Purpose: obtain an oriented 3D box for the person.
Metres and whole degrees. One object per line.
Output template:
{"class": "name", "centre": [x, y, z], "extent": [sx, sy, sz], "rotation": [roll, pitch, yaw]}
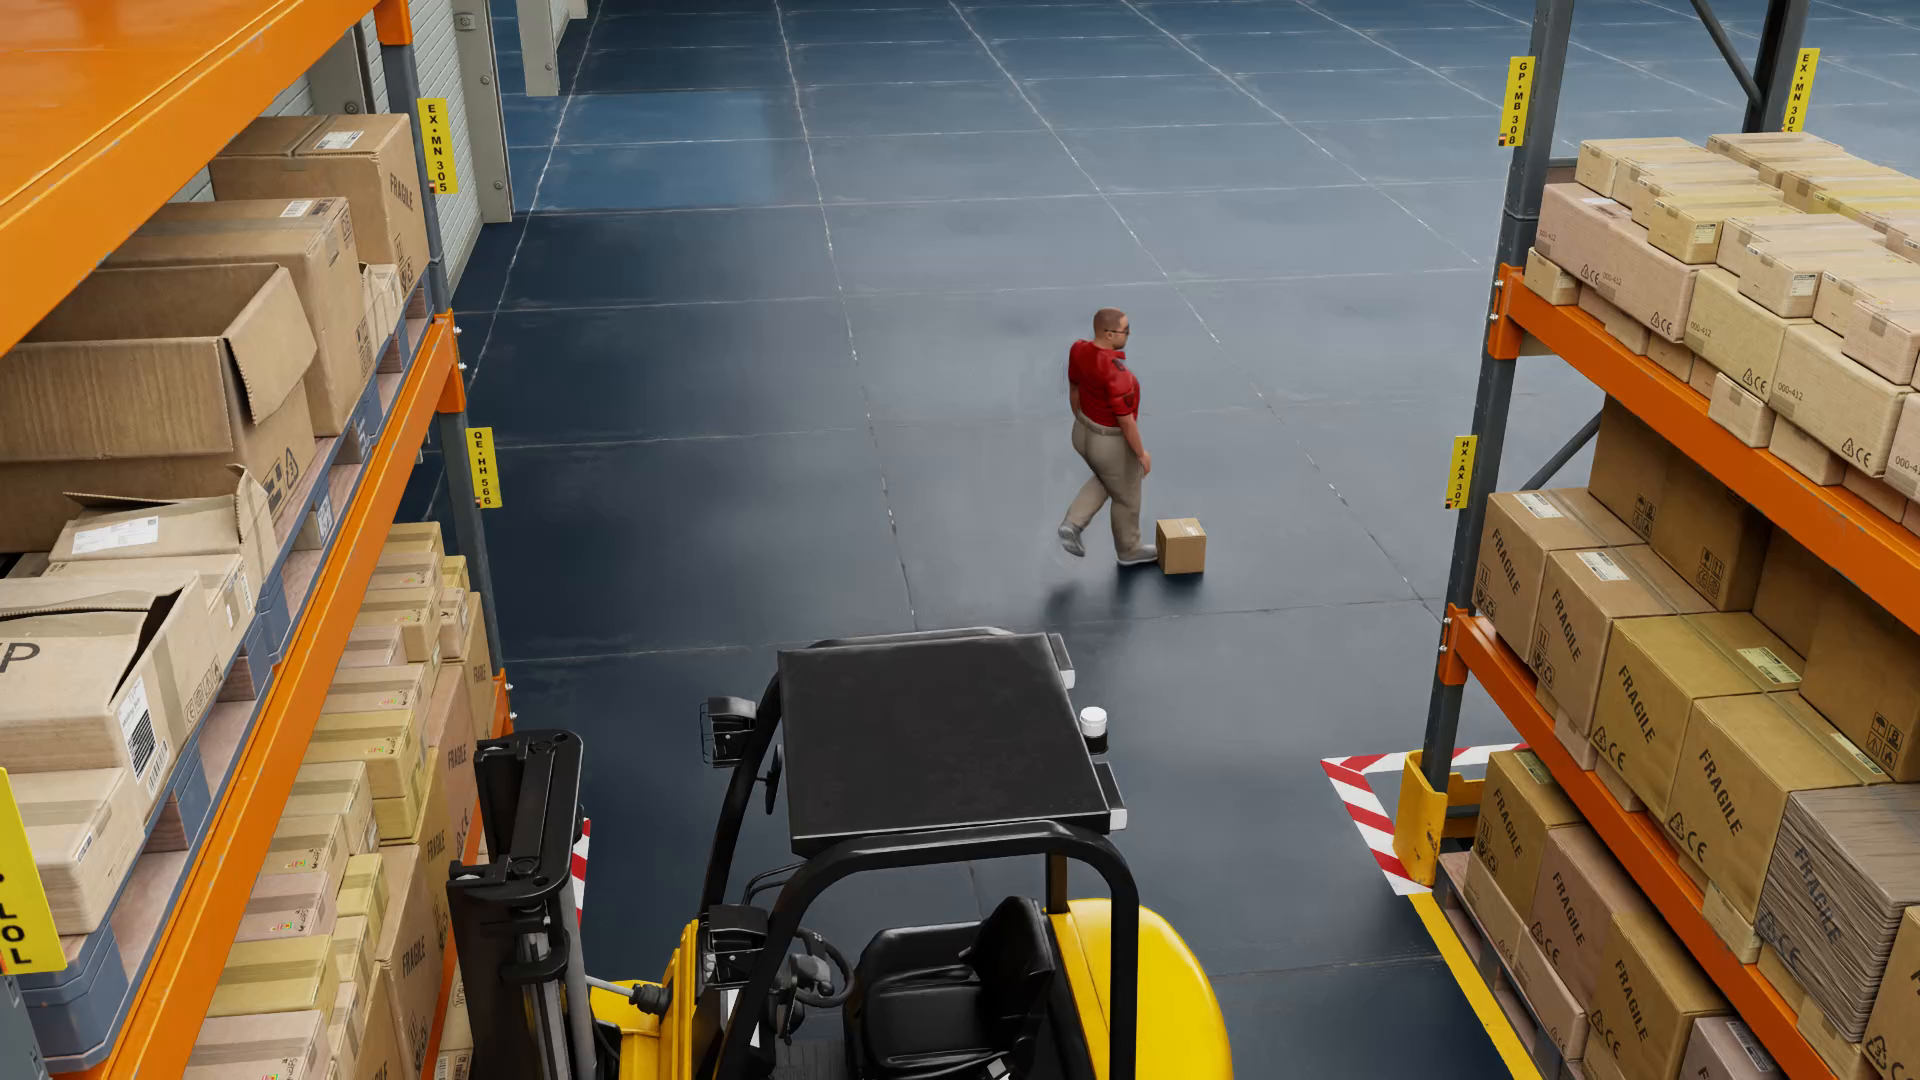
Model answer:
{"class": "person", "centre": [0.943, -0.603, 9.809], "extent": [0.701, 1.711, 0.611], "rotation": [-14, 30, -25]}
